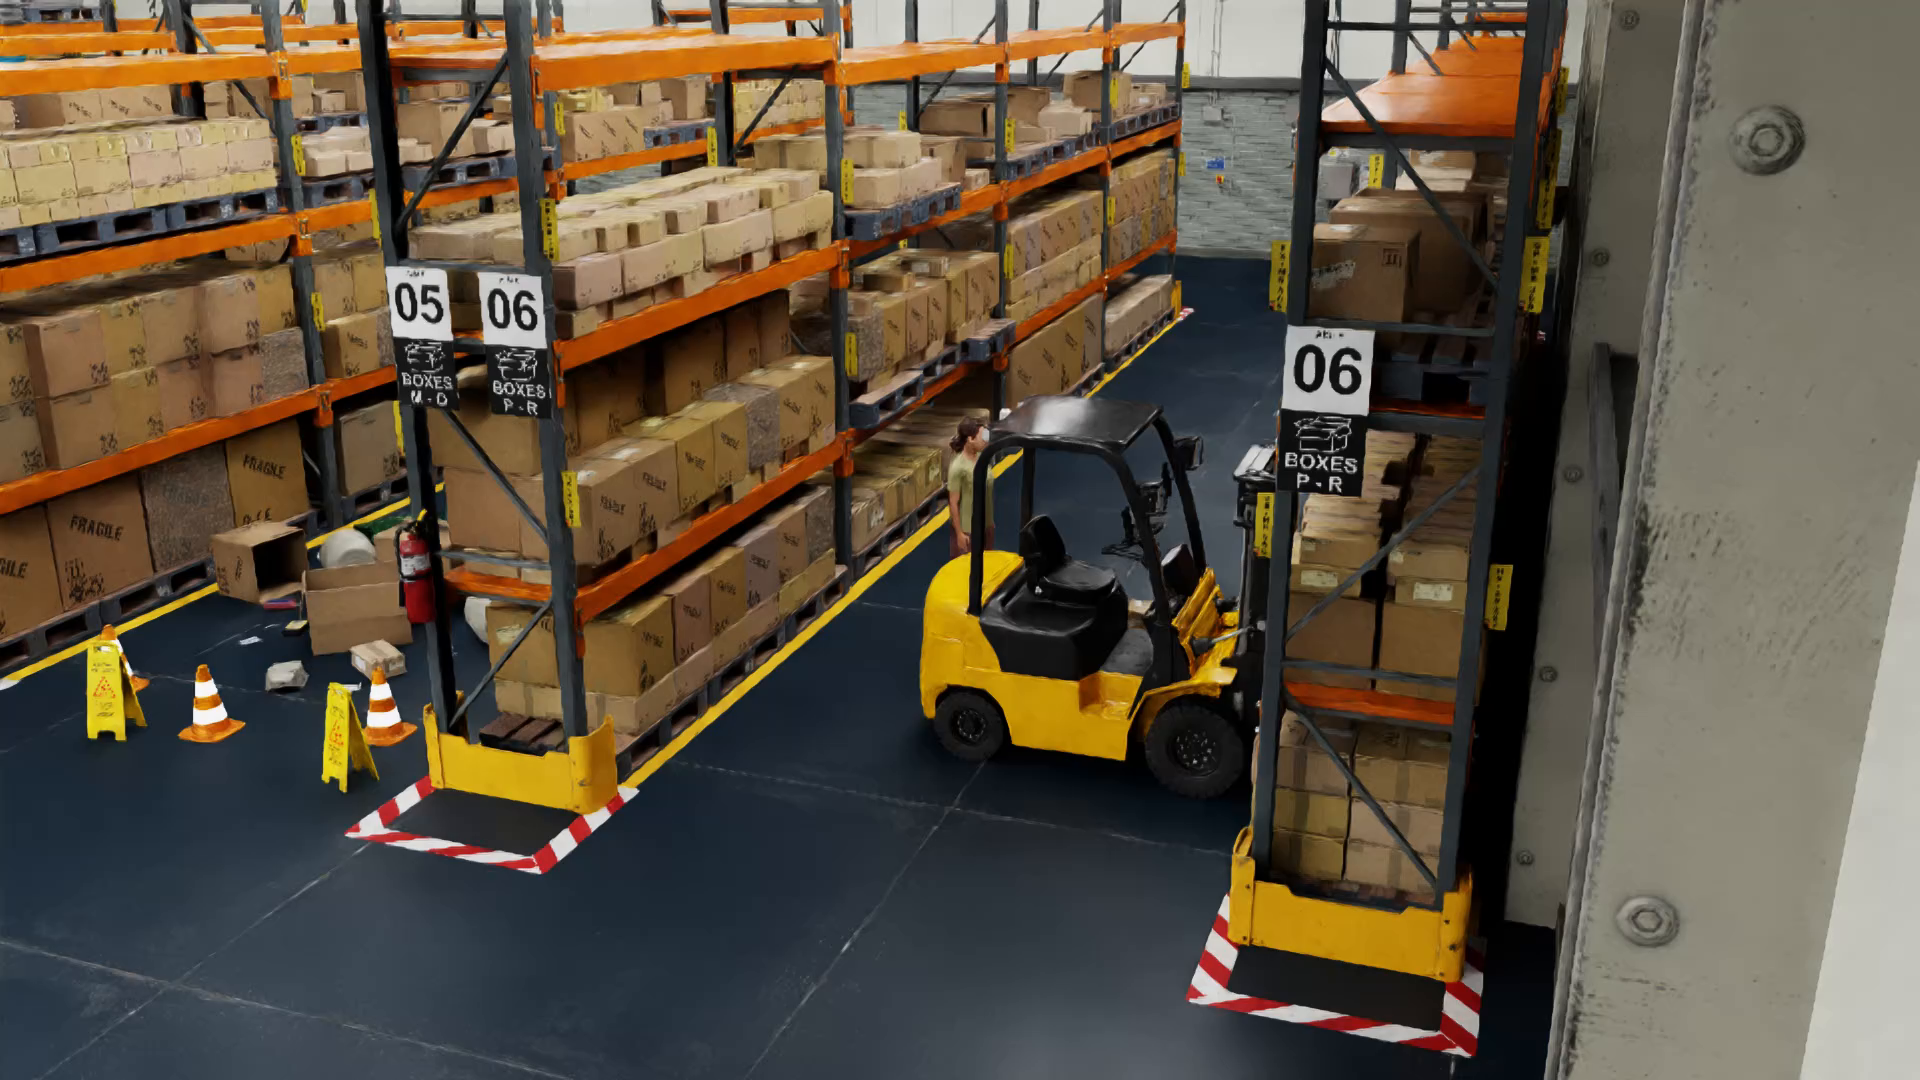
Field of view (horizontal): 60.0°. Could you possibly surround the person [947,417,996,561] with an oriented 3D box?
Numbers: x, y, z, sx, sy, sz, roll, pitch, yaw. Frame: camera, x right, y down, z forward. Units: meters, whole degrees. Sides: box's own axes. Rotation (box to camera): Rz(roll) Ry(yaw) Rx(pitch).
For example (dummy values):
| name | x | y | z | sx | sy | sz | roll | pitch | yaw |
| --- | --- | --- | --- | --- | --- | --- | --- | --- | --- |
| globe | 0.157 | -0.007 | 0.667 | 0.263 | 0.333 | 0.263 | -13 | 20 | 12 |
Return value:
| name | x | y | z | sx | sy | sz | roll | pitch | yaw |
| --- | --- | --- | --- | --- | --- | --- | --- | --- | --- |
| person | 0.093 | -0.043 | 12.266 | 0.366 | 1.592 | 0.538 | 14 | 23 | 36 |
